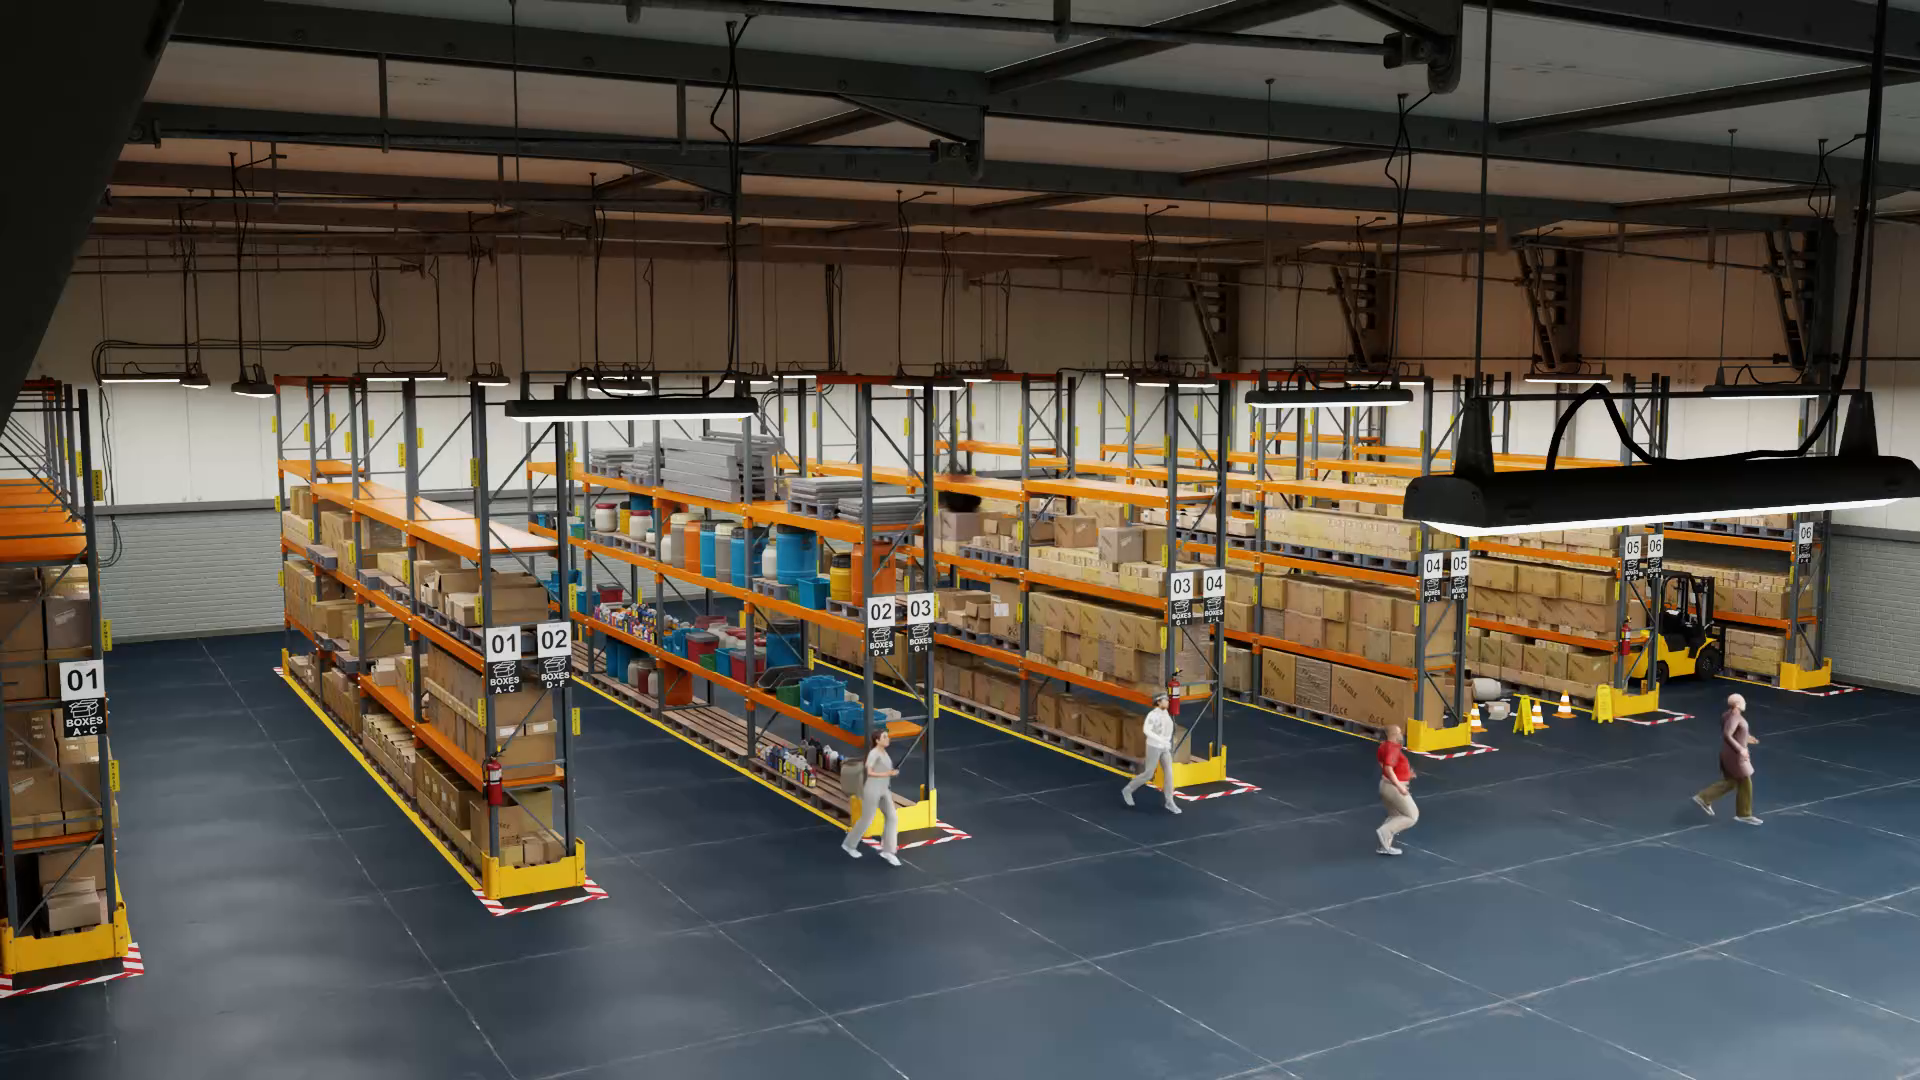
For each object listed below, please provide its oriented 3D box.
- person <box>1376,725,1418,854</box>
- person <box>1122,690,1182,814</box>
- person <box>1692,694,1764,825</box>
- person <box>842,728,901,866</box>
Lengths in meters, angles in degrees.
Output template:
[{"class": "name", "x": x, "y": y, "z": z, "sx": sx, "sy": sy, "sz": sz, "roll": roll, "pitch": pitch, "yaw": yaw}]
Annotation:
[{"class": "person", "x": 5.562, "y": 3.182, "z": 21.179, "sx": 0.591, "sy": 1.682, "sz": 0.658, "roll": -1, "pitch": 6, "yaw": -6}, {"class": "person", "x": 2.808, "y": 2.936, "z": 23.383, "sx": 0.923, "sy": 1.667, "sz": 0.676, "roll": 5, "pitch": 8, "yaw": 39}, {"class": "person", "x": 10.501, "y": 2.974, "z": 22.647, "sx": 0.903, "sy": 1.782, "sz": 0.713, "roll": 1, "pitch": 6, "yaw": 10}, {"class": "person", "x": -1.071, "y": 3.213, "z": 20.965, "sx": 0.800, "sy": 1.714, "sz": 0.572, "roll": 3, "pitch": 7, "yaw": 24}]
